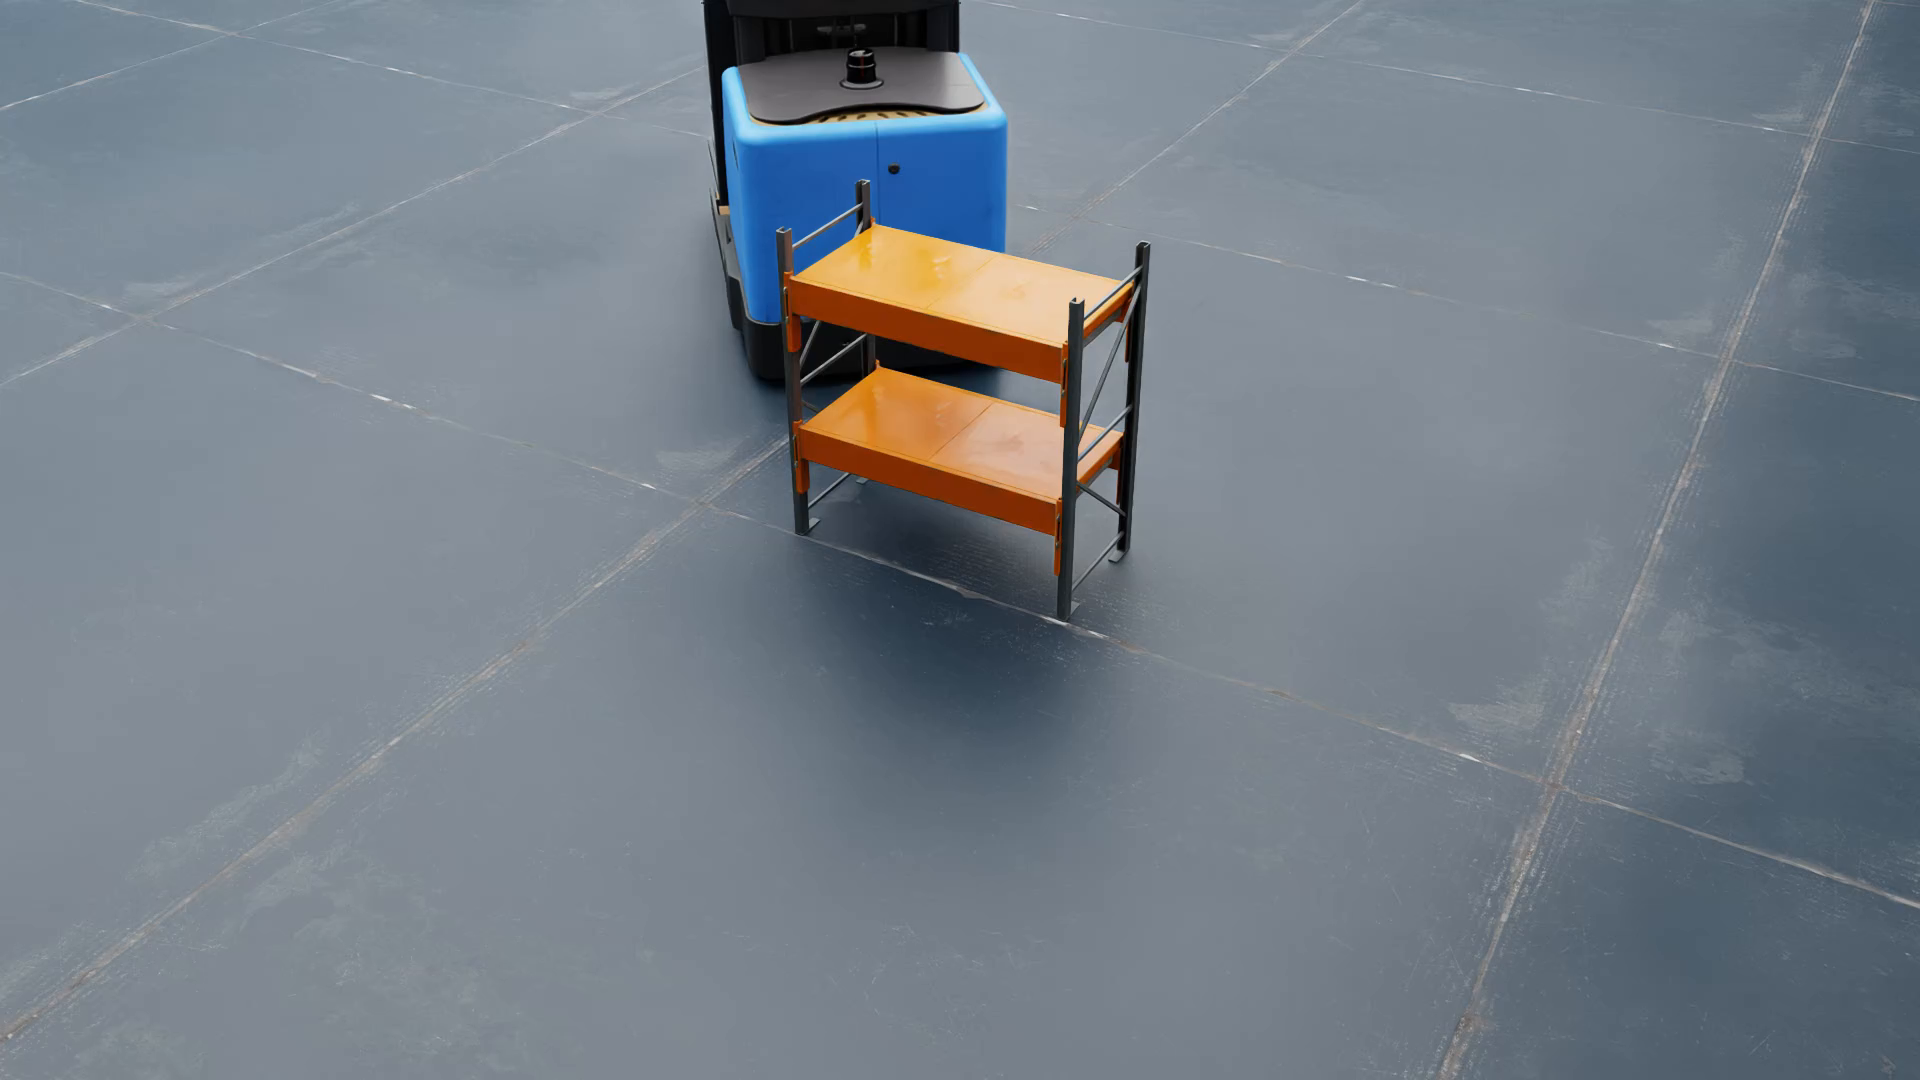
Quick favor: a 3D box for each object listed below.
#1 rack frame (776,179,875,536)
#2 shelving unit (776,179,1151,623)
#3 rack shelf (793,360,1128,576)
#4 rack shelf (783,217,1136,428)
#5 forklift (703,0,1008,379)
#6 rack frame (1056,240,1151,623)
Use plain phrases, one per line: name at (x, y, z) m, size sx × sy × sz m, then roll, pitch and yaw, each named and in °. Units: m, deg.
rack frame at (-0.435, -0.606, 5.645) m, size 0.032 × 1.125 × 0.500 m, roll 18°, pitch 37°, yaw 24°
shelving unit at (0.006, -0.466, 5.435) m, size 1.048 × 1.125 × 0.538 m, roll 18°, pitch 37°, yaw 24°
rack shelf at (0.006, -0.263, 5.571) m, size 1.000 × 0.278 × 0.538 m, roll 18°, pitch 37°, yaw 24°
rack shelf at (0.006, -0.710, 5.273) m, size 1.000 × 0.278 × 0.538 m, roll 18°, pitch 37°, yaw 24°
forklift at (-0.593, -2.664, 7.106) m, size 1.130 × 2.935 × 3.031 m, roll -6°, pitch 34°, yaw -9°
rack frame at (0.447, -0.327, 5.225) m, size 0.032 × 1.125 × 0.500 m, roll 18°, pitch 37°, yaw 24°
